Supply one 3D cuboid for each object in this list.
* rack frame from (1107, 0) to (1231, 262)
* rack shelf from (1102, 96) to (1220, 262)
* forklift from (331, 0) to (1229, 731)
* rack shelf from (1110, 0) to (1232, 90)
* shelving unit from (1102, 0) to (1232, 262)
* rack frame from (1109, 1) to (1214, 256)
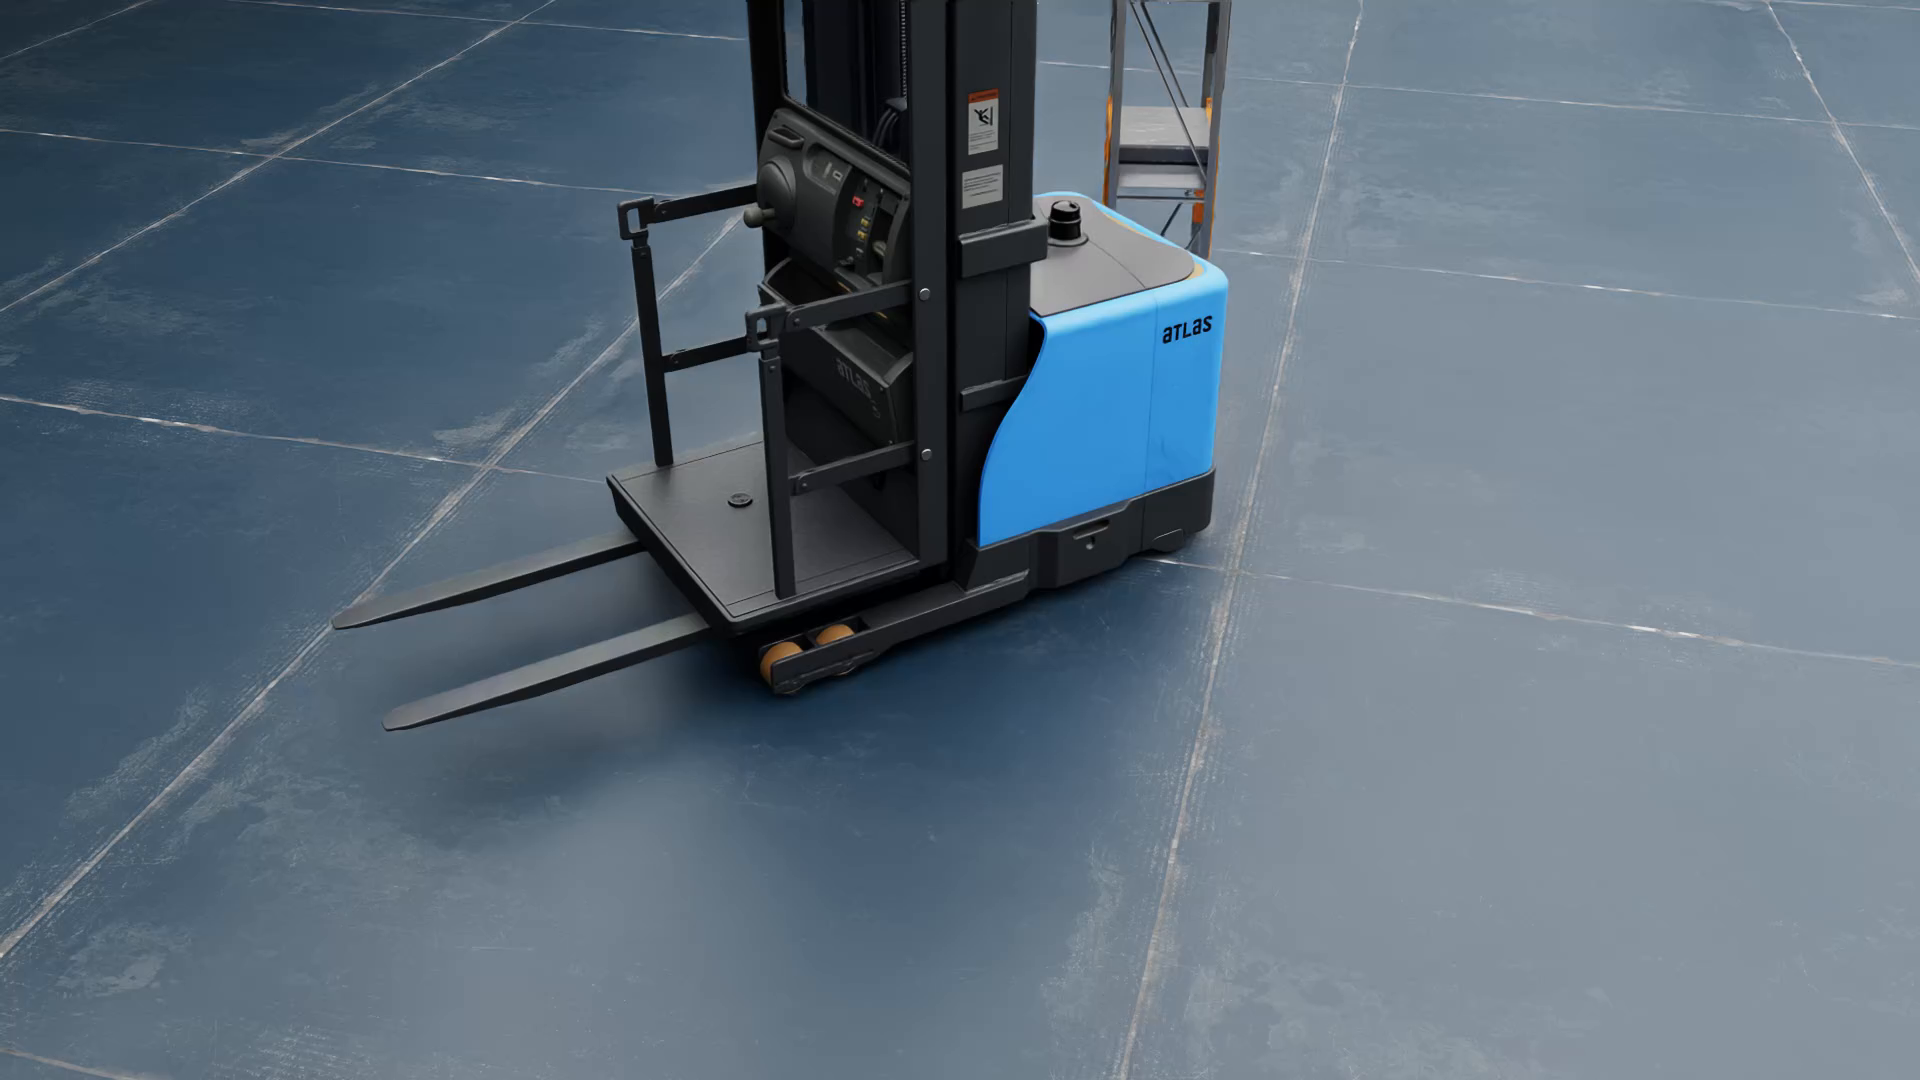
[{"bbox_3d":[0.762,-1.292,6.325,0.400,2.100,0.015,2,32,3],"label":"rack frame"},{"bbox_3d":[0.777,-1.411,6.537,0.431,0.518,0.480,2,32,3],"label":"rack shelf"},{"bbox_3d":[-0.586,-1.057,5.181,3.031,2.935,1.130,-18,37,-26],"label":"forklift"},{"bbox_3d":[0.777,-2.001,6.162,0.431,0.518,0.480,2,32,3],"label":"rack shelf"},{"bbox_3d":[0.777,-1.422,6.530,0.431,2.100,0.503,2,32,3],"label":"shelving unit"},{"bbox_3d":[0.792,-1.553,6.736,0.400,2.100,0.015,2,32,3],"label":"rack frame"}]
